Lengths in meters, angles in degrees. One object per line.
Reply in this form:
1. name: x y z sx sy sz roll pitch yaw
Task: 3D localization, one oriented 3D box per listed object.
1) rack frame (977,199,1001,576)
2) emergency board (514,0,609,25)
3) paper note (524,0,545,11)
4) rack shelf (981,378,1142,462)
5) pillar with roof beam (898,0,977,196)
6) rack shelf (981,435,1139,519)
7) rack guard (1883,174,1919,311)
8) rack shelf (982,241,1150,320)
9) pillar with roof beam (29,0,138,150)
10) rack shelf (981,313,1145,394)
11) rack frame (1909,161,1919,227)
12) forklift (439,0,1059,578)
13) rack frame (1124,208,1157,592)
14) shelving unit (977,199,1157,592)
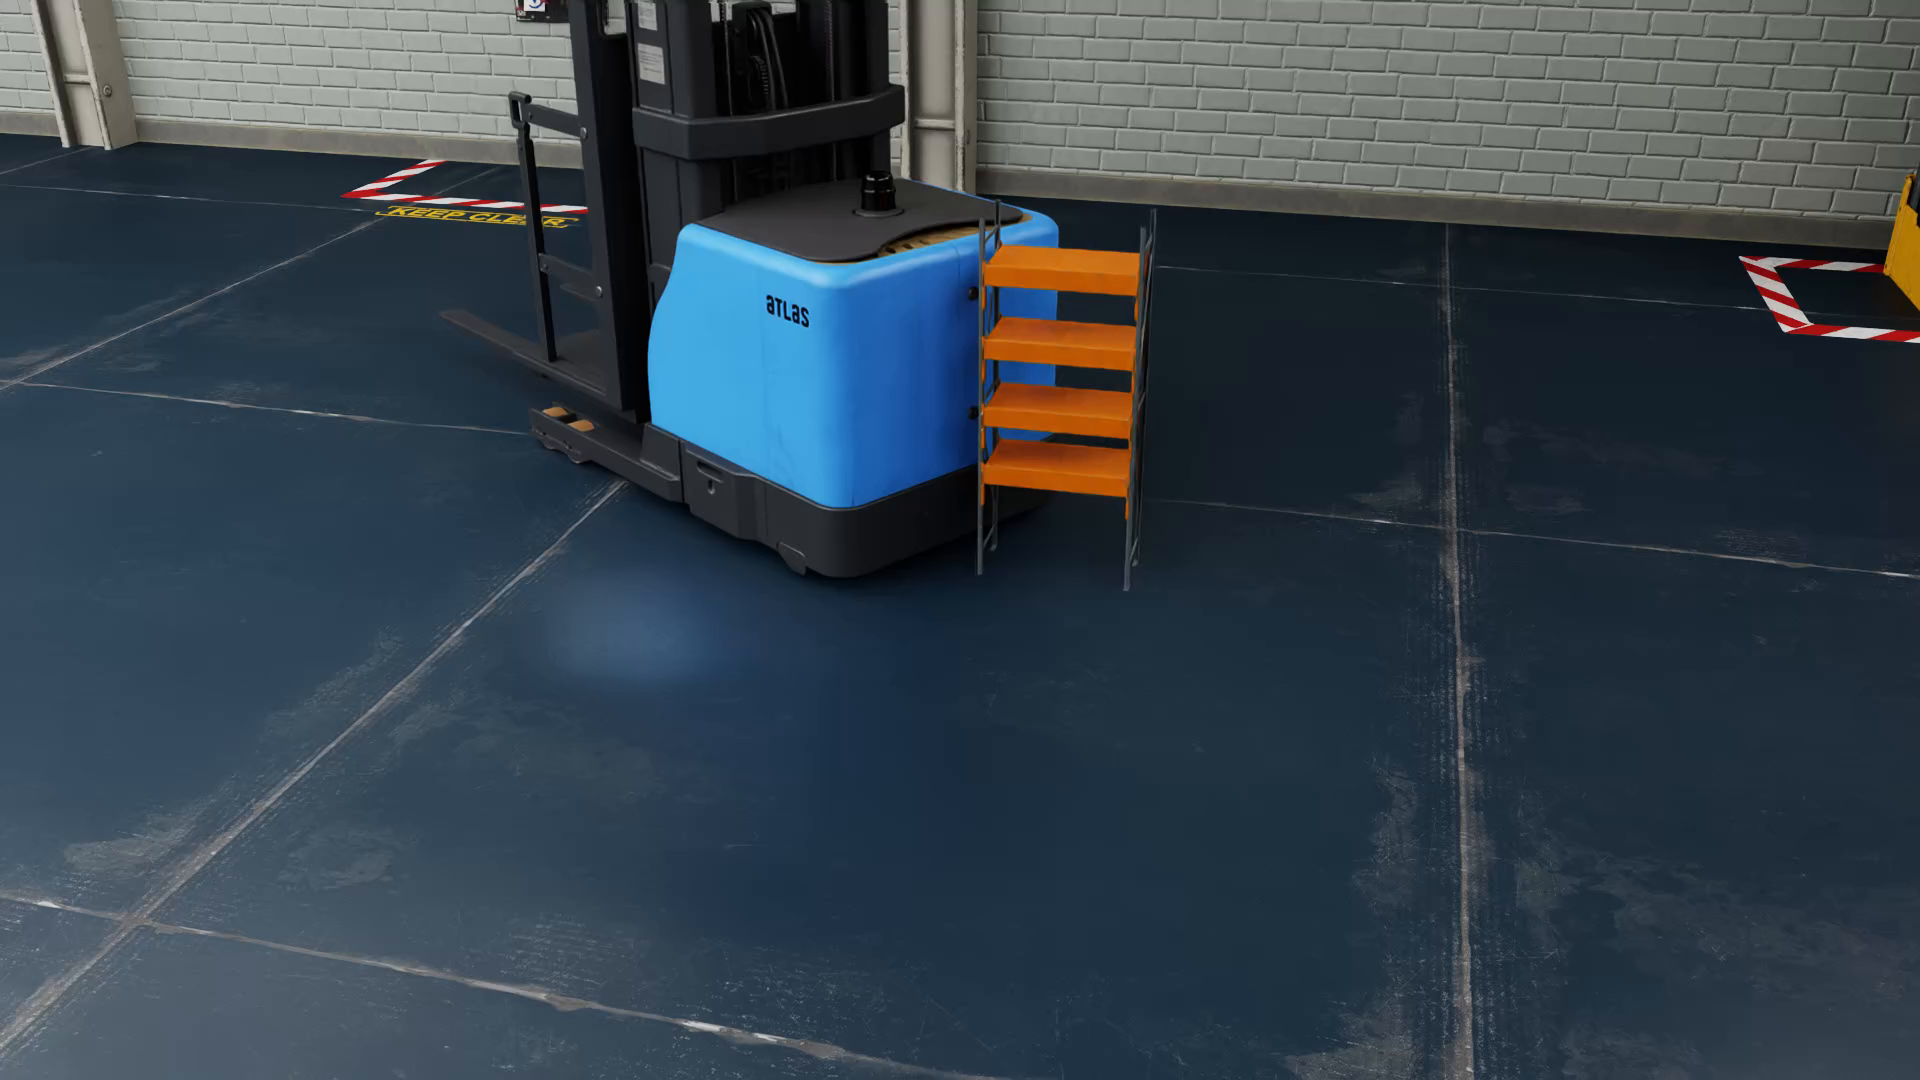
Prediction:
1. rack frame: 0.092 -0.473 5.347 0.015 1.200 0.240 6 26 12
2. emergency board: -2.512 -3.736 10.109 0.643 1.169 0.194 6 26 13
3. paper note: -2.666 -3.386 10.398 0.142 0.148 0.016 6 26 13
4. rack shelf: 0.330 -0.387 5.324 0.480 0.148 0.258 6 26 12
5. pillar with roof beam: -1.200 -4.372 4.465 0.400 9.000 9.100 6 26 13
6. rack shelf: 0.330 -0.208 5.409 0.480 0.148 0.258 6 26 12
7. rack guard: 4.863 -1.392 8.092 0.348 0.500 1.175 6 26 13
8. rack shelf: 0.330 -0.803 5.126 0.480 0.148 0.258 6 26 12
9. pillar with roof beam: -7.011 -5.015 5.815 0.400 9.000 9.100 6 26 13
10. rack shelf: 0.330 -0.589 5.228 0.480 0.148 0.258 6 26 12
11. rack frame: 4.790 -2.528 7.571 0.127 3.000 1.000 6 26 13
12. forklift: -1.027 -1.747 6.010 1.130 2.935 3.031 -22 33 -38
13. rack frame: 0.567 -0.423 5.243 0.015 1.200 0.240 6 26 12
14. shelving unit: 0.330 -0.448 5.295 0.503 1.200 0.258 6 26 12
